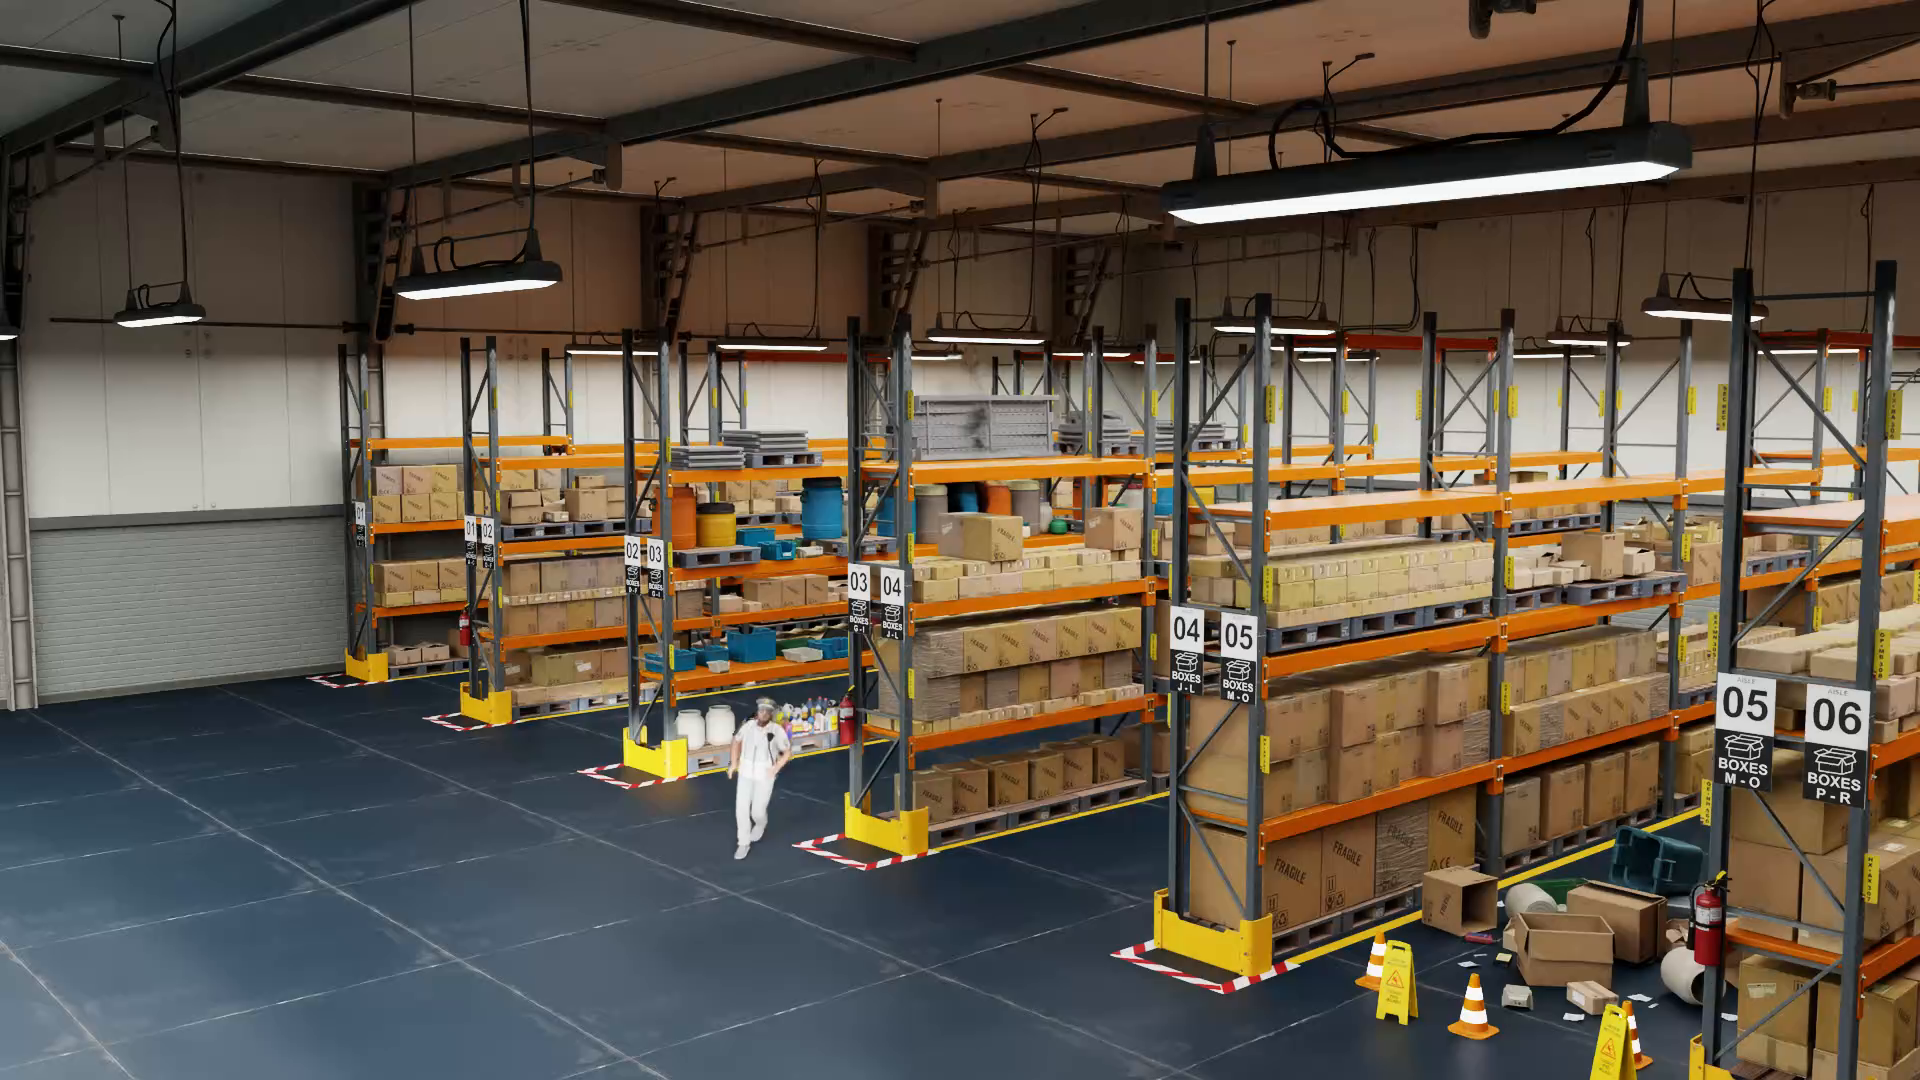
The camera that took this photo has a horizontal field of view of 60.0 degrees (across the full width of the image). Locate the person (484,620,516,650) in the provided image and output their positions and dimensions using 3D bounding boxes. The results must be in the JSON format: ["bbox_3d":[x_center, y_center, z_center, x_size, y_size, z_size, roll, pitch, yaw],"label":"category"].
[{"bbox_3d":[-7.682,1.734,28.393,0.674,1.817,0.904,5,7,43],"label":"person"}]

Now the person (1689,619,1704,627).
[{"bbox_3d":[11.243,2.062,25.423,0.673,1.719,0.549,-4,6,-37],"label":"person"}]

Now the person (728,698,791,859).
[{"bbox_3d":[-2.258,2.643,18.658,0.714,1.757,0.721,1,5,10],"label":"person"}]
